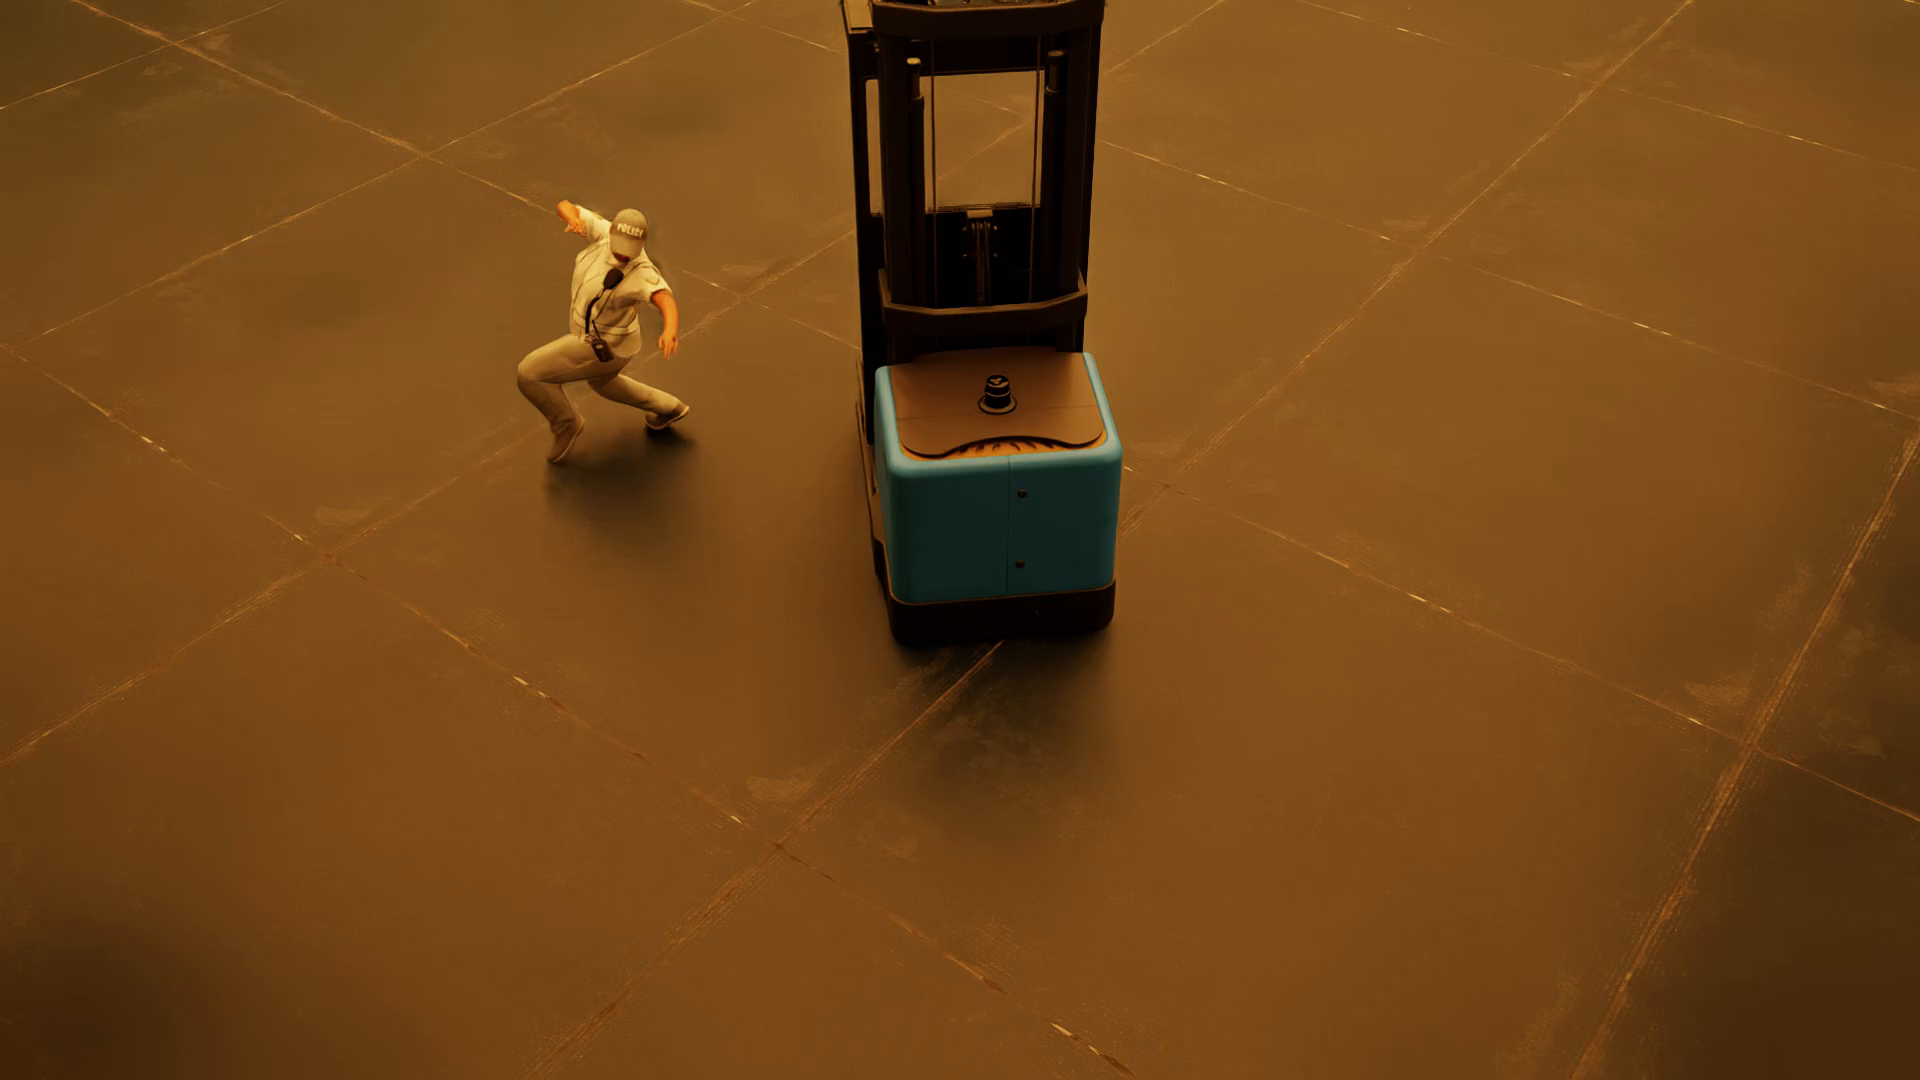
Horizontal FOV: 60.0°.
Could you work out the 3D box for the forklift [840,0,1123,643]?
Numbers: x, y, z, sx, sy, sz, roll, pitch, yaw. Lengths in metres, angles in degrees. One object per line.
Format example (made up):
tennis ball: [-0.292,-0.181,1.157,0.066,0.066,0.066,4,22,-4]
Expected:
forklift: [0.031,-1.593,7.943,1.130,2.935,3.031,-4,41,-5]

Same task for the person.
person: [-1.816,-0.924,8.345,0.857,1.437,1.007,-9,41,-10]
